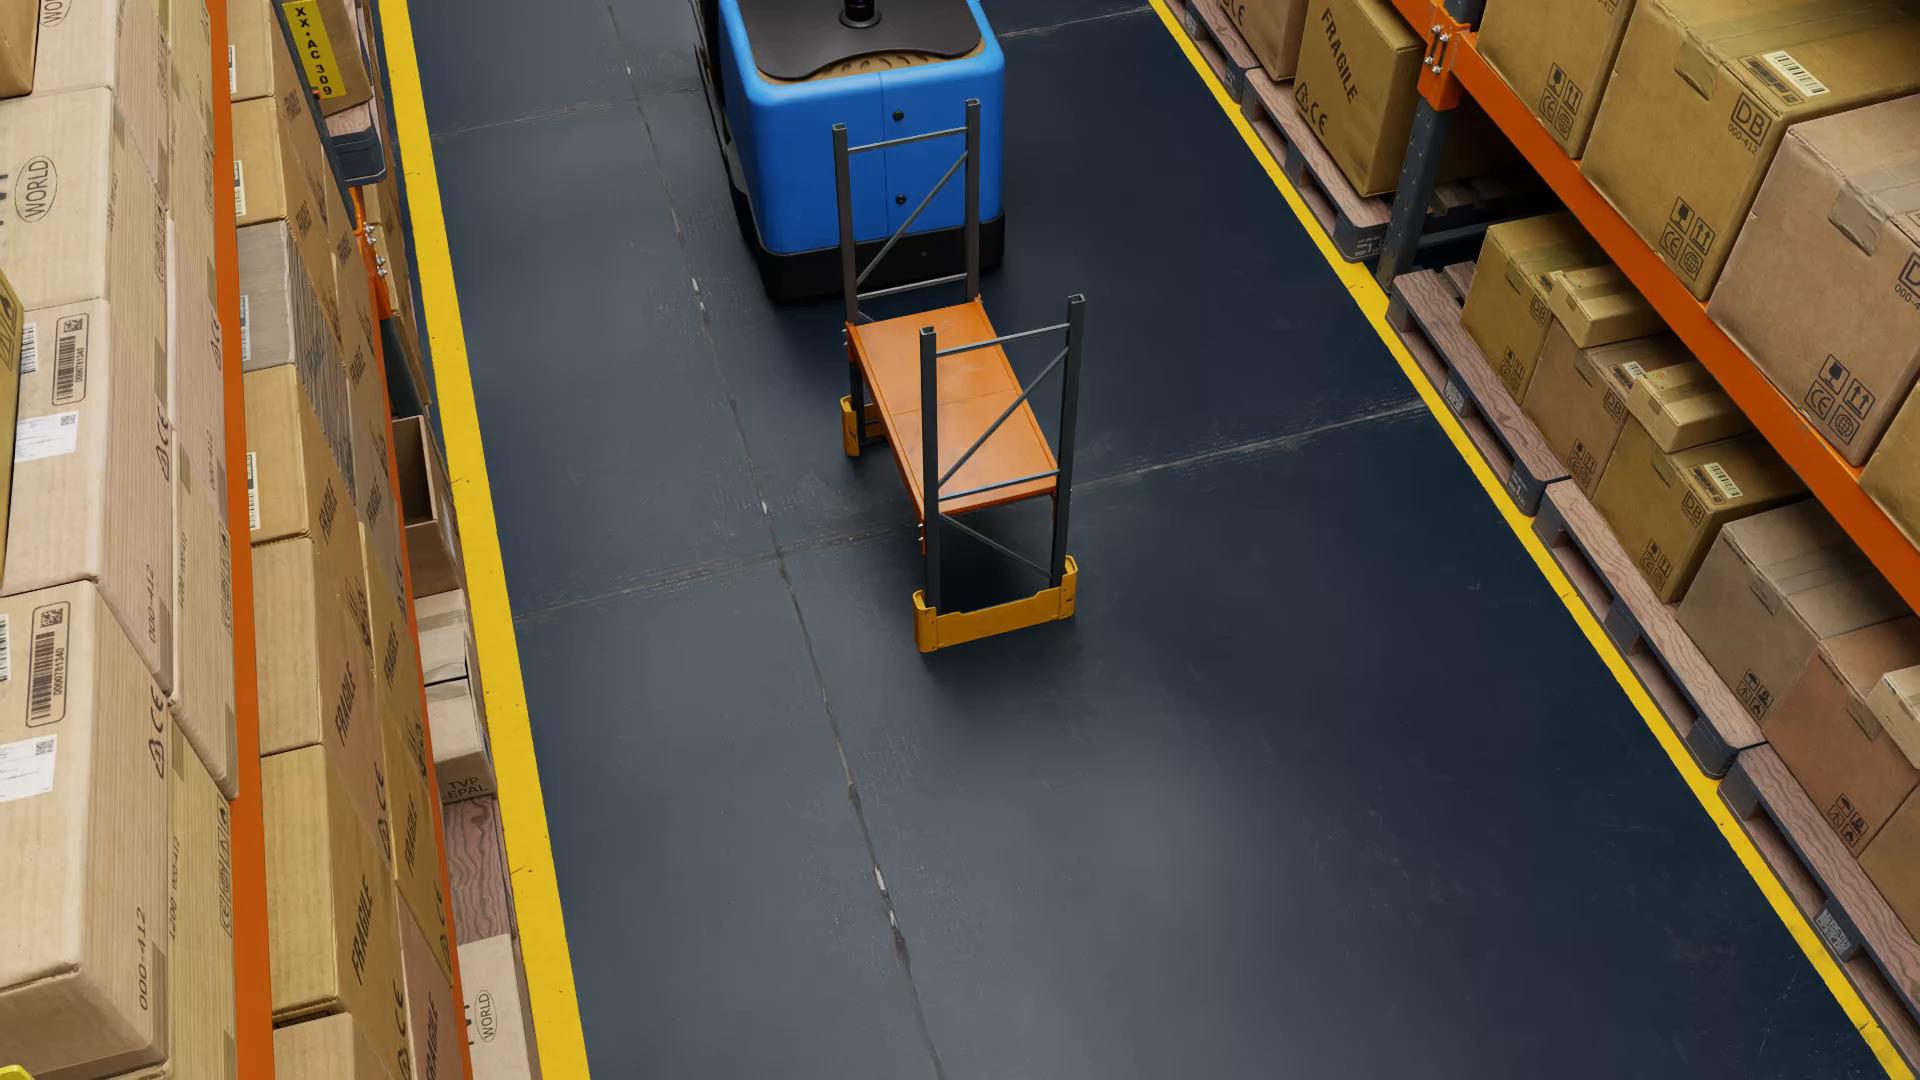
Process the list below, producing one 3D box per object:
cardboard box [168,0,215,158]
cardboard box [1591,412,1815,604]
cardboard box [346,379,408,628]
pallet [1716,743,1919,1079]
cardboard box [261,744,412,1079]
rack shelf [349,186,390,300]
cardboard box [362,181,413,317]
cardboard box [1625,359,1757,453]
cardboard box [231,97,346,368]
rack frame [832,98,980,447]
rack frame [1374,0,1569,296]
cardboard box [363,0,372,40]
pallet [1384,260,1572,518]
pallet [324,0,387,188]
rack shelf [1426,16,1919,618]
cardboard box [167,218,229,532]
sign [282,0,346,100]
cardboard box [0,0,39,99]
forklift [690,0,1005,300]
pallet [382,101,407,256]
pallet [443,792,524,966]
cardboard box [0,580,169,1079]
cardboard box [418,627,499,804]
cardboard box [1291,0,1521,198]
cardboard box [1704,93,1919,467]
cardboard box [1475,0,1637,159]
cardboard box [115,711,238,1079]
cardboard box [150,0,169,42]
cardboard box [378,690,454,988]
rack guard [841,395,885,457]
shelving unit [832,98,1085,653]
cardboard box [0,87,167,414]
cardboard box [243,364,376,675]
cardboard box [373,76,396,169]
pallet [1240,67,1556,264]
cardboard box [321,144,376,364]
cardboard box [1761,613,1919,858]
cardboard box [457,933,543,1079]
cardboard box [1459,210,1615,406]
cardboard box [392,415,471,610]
[{"bbox_3d":[-1.747,-0.941,3.218,0.500,0.250,0.500,-13,51,-11],"label":"cardboard box"},{"bbox_3d":[2.711,-0.189,5.807,0.700,0.500,0.500,-12,51,-10],"label":"cardboard box"},{"bbox_3d":[-1.738,-0.023,4.242,0.500,0.500,0.500,-12,51,-10],"label":"cardboard box"},{"bbox_3d":[3.164,1.083,5.199,1.003,0.211,1.213,-13,51,-11],"label":"pallet"},{"bbox_3d":[-1.297,0.755,2.933,0.500,0.500,0.500,-13,51,-11],"label":"cardboard box"},{"bbox_3d":[-3.030,-2.277,6.679,1.077,0.370,4.000,-13,51,-11],"label":"rack shelf"},{"bbox_3d":[-2.517,-1.180,6.630,0.500,0.500,0.500,-13,51,-10],"label":"cardboard box"},{"bbox_3d":[2.497,-0.468,5.619,0.380,0.149,0.250,-15,51,-12],"label":"cardboard box"},{"bbox_3d":[-1.888,-0.719,4.175,0.500,0.500,0.500,-14,51,-12],"label":"cardboard box"},{"bbox_3d":[-0.176,-0.917,6.042,0.500,1.500,0.032,-13,51,-11],"label":"rack frame"},{"bbox_3d":[2.292,-2.171,6.119,1.000,3.000,0.127,-13,51,-11],"label":"rack frame"},{"bbox_3d":[-3.121,-2.676,7.891,0.500,0.500,0.500,-12,51,-10],"label":"cardboard box"},{"bbox_3d":[2.443,-0.699,6.702,1.003,0.211,1.213,-13,51,-11],"label":"pallet"},{"bbox_3d":[-2.571,-1.595,5.758,1.003,0.211,1.213,-13,51,-11],"label":"pallet"},{"bbox_3d":[2.884,-0.479,5.162,1.077,0.370,4.000,-13,51,-11],"label":"rack shelf"},{"bbox_3d":[-1.450,-0.211,2.602,0.500,0.250,0.500,-13,51,-11],"label":"cardboard box"},{"bbox_3d":[-1.923,-1.456,4.949,0.100,0.325,0.005,-13,51,-11],"label":"sign"},{"bbox_3d":[-1.799,-0.932,2.392,0.700,0.500,0.500,-13,51,-11],"label":"cardboard box"},{"bbox_3d":[-0.667,-3.114,6.958,1.130,2.935,3.031,-11,51,-9],"label":"forklift"},{"bbox_3d":[-3.080,-1.628,7.484,1.003,0.211,1.213,-13,51,-11],"label":"pallet"},{"bbox_3d":[-1.872,1.245,5.063,1.003,0.211,1.213,-13,51,-11],"label":"pallet"},{"bbox_3d":[-1.159,0.359,1.794,0.500,0.250,0.500,-13,51,-11],"label":"cardboard box"},{"bbox_3d":[-1.777,0.576,5.273,0.500,0.311,0.500,-13,51,-11],"label":"cardboard box"},{"bbox_3d":[1.976,-2.059,7.155,0.750,0.750,0.750,-13,51,-11],"label":"cardboard box"},{"bbox_3d":[2.872,-0.805,4.770,0.980,0.700,0.700,-16,52,-13],"label":"cardboard box"},{"bbox_3d":[2.437,-1.868,5.667,0.980,0.700,0.700,-13,51,-10],"label":"cardboard box"},{"bbox_3d":[-1.165,0.522,1.984,0.500,0.250,0.500,-13,51,-11],"label":"cardboard box"},{"bbox_3d":[-1.745,-1.103,3.027,0.500,0.250,0.500,-13,51,-11],"label":"cardboard box"},{"bbox_3d":[-1.438,0.714,3.621,0.500,0.500,0.500,-13,51,-11],"label":"cardboard box"},{"bbox_3d":[-0.170,-0.500,6.508,0.587,0.250,0.087,-13,51,-11],"label":"rack guard"},{"bbox_3d":[-0.023,-0.539,5.724,0.587,1.500,1.083,-13,51,-11],"label":"shelving unit"},{"bbox_3d":[-1.454,-0.371,2.410,0.500,0.250,0.500,-13,51,-11],"label":"cardboard box"},{"bbox_3d":[-1.591,0.017,3.554,0.500,0.500,0.500,-14,51,-11],"label":"cardboard box"},{"bbox_3d":[-2.807,-1.916,7.251,0.500,0.500,0.500,-15,52,-12],"label":"cardboard box"},{"bbox_3d":[1.992,-1.819,7.645,1.003,0.211,1.213,-13,51,-11],"label":"pallet"},{"bbox_3d":[-2.046,-0.774,4.875,0.500,0.500,0.500,-13,51,-10],"label":"cardboard box"},{"bbox_3d":[3.025,0.566,5.171,0.700,0.500,0.500,-13,51,-11],"label":"cardboard box"},{"bbox_3d":[-1.441,1.426,4.597,0.500,0.250,0.500,-13,51,-11],"label":"cardboard box"},{"bbox_3d":[2.416,-0.932,6.434,0.700,0.500,0.500,-13,51,-11],"label":"cardboard box"},{"bbox_3d":[-1.999,-0.033,5.663,0.500,0.500,0.500,-13,51,-11],"label":"cardboard box"}]
